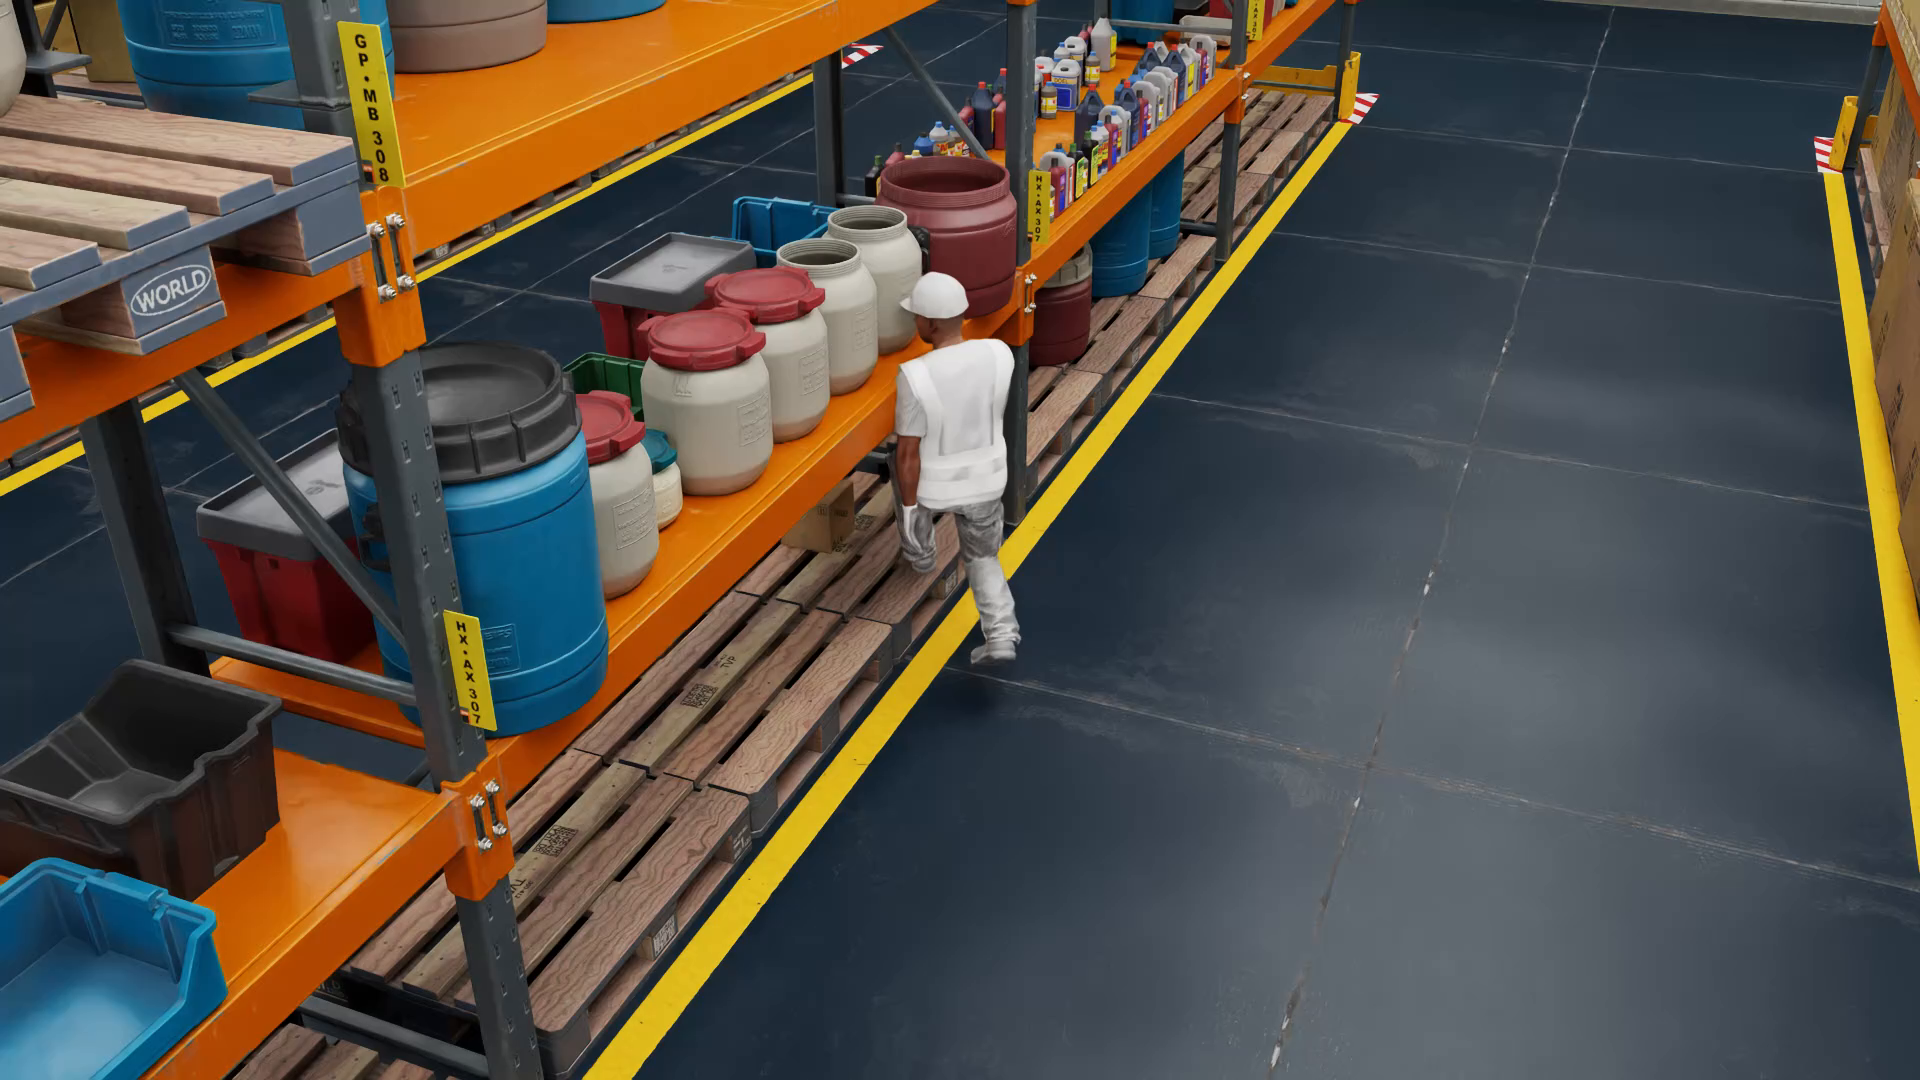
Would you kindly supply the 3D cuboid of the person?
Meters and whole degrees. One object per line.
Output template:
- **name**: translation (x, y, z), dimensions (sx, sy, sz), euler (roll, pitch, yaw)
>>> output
- **person**: translation (-0.073, -0.330, 6.707), dimensions (0.519, 1.591, 1.068), euler (-9, 31, -16)
